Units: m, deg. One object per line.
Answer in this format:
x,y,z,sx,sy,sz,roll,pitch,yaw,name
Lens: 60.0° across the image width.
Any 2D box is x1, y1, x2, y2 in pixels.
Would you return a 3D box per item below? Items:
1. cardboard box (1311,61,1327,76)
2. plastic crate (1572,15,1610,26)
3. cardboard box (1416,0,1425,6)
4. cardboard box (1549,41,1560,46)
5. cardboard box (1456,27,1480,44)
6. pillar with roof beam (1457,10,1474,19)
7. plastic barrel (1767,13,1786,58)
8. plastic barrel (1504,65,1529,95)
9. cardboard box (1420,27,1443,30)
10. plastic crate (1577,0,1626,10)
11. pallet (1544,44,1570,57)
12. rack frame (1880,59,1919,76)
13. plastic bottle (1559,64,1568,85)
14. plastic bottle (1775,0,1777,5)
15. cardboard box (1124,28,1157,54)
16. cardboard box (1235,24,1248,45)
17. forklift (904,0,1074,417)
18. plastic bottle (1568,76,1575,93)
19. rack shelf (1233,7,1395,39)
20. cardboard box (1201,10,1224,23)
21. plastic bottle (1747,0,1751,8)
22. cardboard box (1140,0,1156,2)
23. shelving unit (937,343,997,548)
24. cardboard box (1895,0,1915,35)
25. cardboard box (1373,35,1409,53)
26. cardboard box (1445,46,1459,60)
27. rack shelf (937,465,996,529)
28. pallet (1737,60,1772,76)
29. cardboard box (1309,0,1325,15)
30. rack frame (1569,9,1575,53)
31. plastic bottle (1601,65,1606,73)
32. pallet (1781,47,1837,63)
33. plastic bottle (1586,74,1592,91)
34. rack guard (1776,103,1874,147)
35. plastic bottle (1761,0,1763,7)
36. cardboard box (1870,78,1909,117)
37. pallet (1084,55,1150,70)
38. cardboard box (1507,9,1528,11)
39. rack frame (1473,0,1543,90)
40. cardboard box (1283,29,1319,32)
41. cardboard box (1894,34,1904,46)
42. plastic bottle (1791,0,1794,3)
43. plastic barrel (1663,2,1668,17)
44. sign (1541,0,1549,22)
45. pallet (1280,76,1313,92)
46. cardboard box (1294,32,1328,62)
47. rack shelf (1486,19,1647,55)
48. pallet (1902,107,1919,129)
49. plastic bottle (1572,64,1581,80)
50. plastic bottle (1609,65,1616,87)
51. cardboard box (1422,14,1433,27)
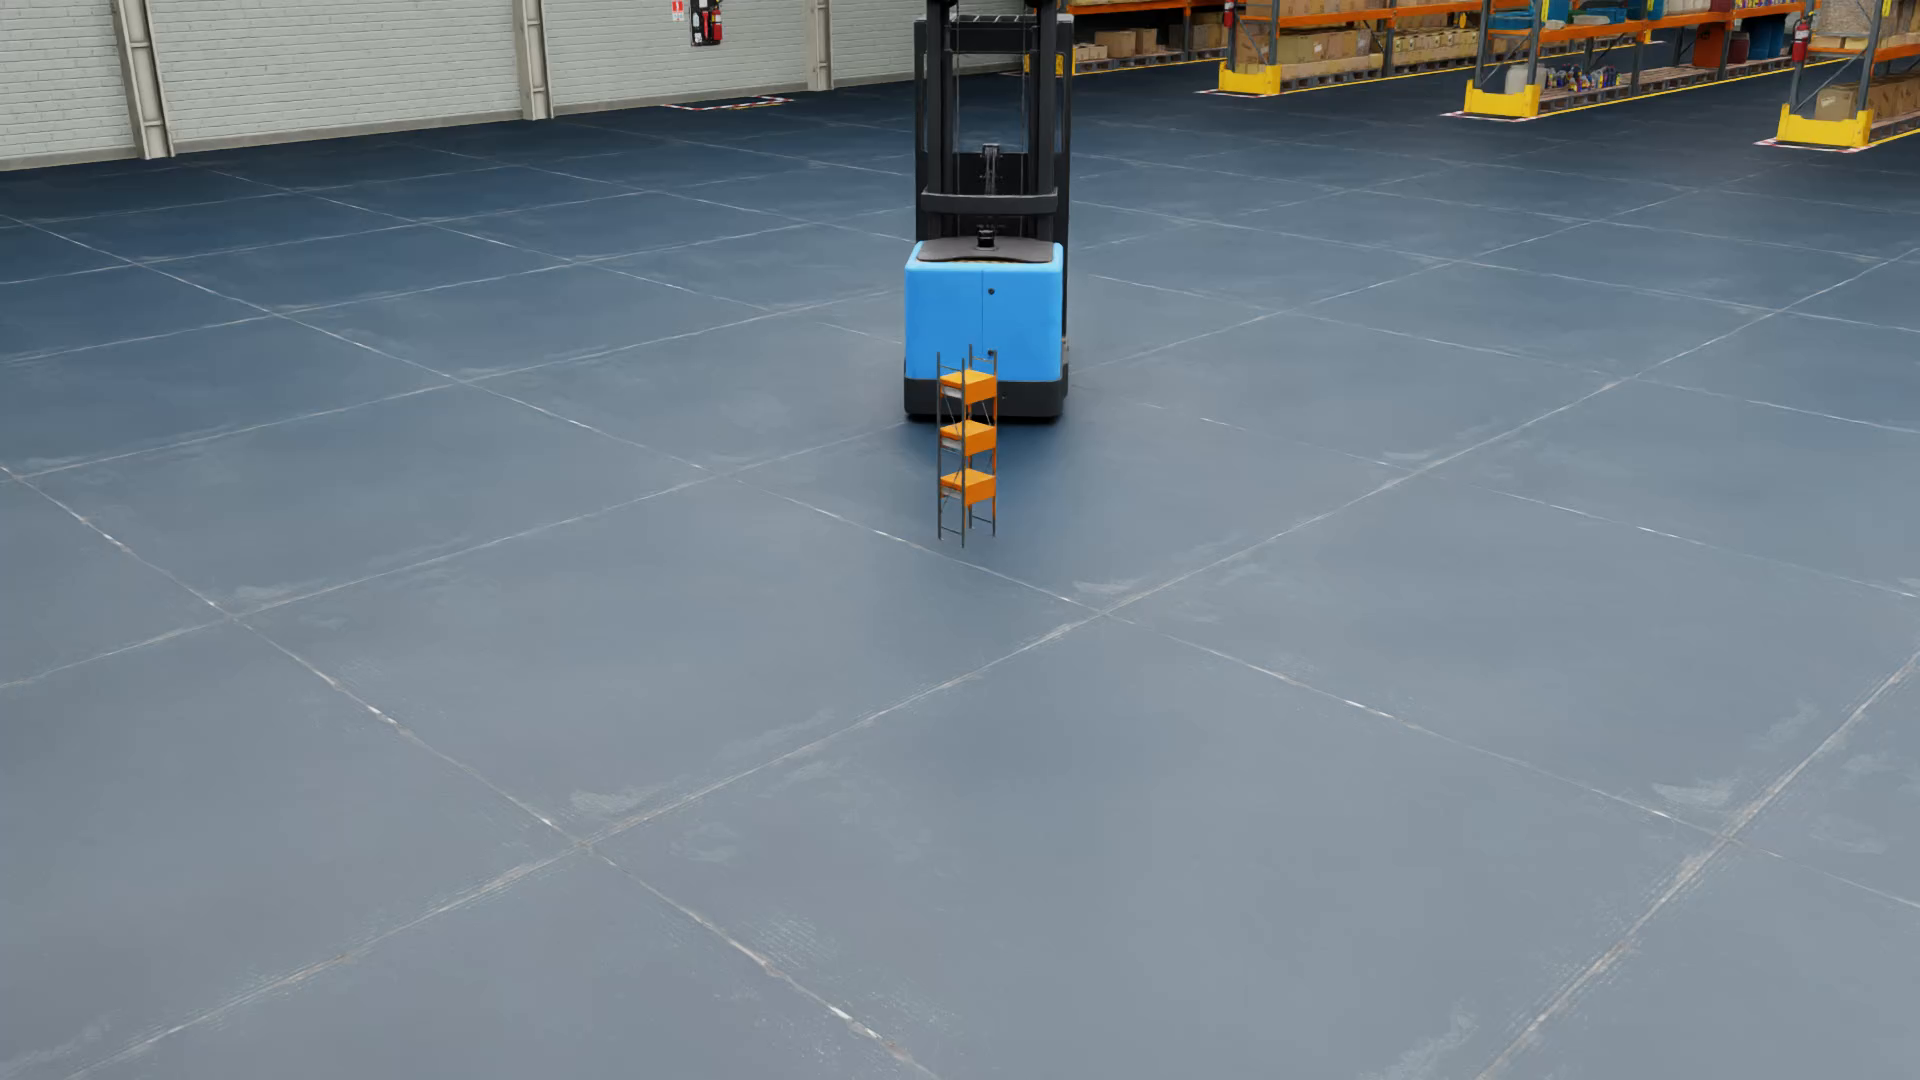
6.524,-8.859,31.189,0.500,0.250,0.500,19,28,41,cardboard box
10.681,-8.790,28.130,0.530,0.136,0.437,19,28,41,plastic crate
9.000,-11.010,33.399,0.500,0.500,0.500,-18,27,-38,cardboard box
13.177,-11.406,37.439,0.500,0.500,0.500,19,28,41,cardboard box
10.687,-10.641,35.043,0.500,0.311,0.500,-19,28,-41,cardboard box
17.253,-17.591,42.299,9.100,9.000,0.400,19,28,41,pillar with roof beam
16.821,-10.531,34.632,0.600,0.901,0.708,19,28,41,plastic barrel
9.246,-7.589,27.519,0.421,0.512,0.421,0,21,0,plastic barrel
9.940,-10.639,35.038,0.500,0.311,0.500,18,28,39,cardboard box
11.176,-9.262,29.077,0.767,0.338,0.504,19,28,41,plastic crate
13.126,-11.171,37.843,1.003,0.211,1.213,19,28,41,pallet
15.181,-8.154,26.108,1.000,3.000,0.127,19,28,41,rack frame
10.640,-8.210,29.334,0.144,0.351,0.185,18,27,38,plastic bottle
16.408,-10.880,33.478,0.097,0.201,0.097,0,21,0,plastic bottle
3.838,-10.635,35.434,0.500,0.500,0.500,17,27,37,cardboard box
6.090,-11.504,37.694,0.700,0.500,0.500,19,28,40,cardboard box
0.247,-2.668,11.930,1.130,2.935,3.031,1,21,4,forklift
10.330,-7.685,28.079,0.097,0.271,0.097,0,21,0,plastic bottle
6.690,-9.784,31.353,1.077,0.370,4.000,19,28,41,rack shelf
5.700,-11.704,37.170,0.500,0.250,0.500,18,28,39,cardboard box
15.405,-10.540,32.478,0.061,0.283,0.133,19,28,41,plastic bottle
3.727,-11.356,34.619,0.500,0.250,0.500,19,28,40,cardboard box
0.037,-0.504,8.922,0.215,1.050,0.252,19,28,41,shelving unit
13.436,-7.722,24.431,0.875,0.500,0.500,19,28,41,cardboard box
8.552,-9.853,32.993,0.500,0.311,0.500,19,28,41,cardboard box
9.974,-10.117,34.462,0.500,0.250,0.500,-19,28,-41,cardboard box
0.037,-0.234,9.026,0.215,0.259,0.240,19,28,41,rack shelf
15.793,-9.645,33.875,1.003,0.211,1.213,19,28,41,pallet
6.343,-10.032,30.855,0.700,0.500,0.500,19,28,41,cardboard box
13.666,-12.691,37.912,1.000,3.000,0.127,19,28,41,rack frame
11.286,-8.161,29.205,0.144,0.351,0.185,19,28,41,plastic bottle
18.549,-10.662,36.521,1.003,0.211,1.213,19,28,41,pallet
10.780,-7.851,28.510,0.097,0.271,0.097,0,21,0,plastic bottle
12.443,-5.979,23.932,1.175,0.500,0.348,19,28,41,rack guard
15.862,-10.712,32.943,0.097,0.271,0.097,0,21,0,plastic bottle
14.102,-6.762,25.386,0.500,0.500,0.500,16,26,36,cardboard box
3.239,-10.075,34.993,1.003,0.211,1.213,19,28,41,pallet
12.457,-11.759,37.313,0.500,0.250,0.500,19,28,41,cardboard box
8.841,-8.365,26.658,1.000,3.000,0.127,19,28,41,rack frame
6.493,-9.470,31.734,0.500,0.500,0.500,19,28,41,cardboard box
13.472,-7.274,24.169,0.380,0.149,0.250,19,28,41,cardboard box
17.041,-11.143,34.046,0.061,0.283,0.133,19,28,41,plastic bottle
12.665,-9.631,30.144,0.301,0.262,0.301,0,21,0,plastic barrel
9.233,-8.356,26.248,0.100,0.325,0.005,19,28,41,sign
5.799,-8.512,30.925,1.003,0.211,1.213,19,28,41,pallet
6.516,-9.212,31.062,0.500,0.500,0.500,19,28,41,cardboard box
10.237,-8.544,28.125,1.077,0.370,4.000,19,28,41,rack shelf
14.737,-6.671,26.136,1.003,0.211,1.213,19,28,41,pallet
10.875,-8.223,29.366,0.144,0.351,0.185,19,28,41,plastic bottle
11.389,-8.125,29.111,0.144,0.351,0.185,18,28,39,plastic bottle
11.789,-13.524,42.978,0.700,0.500,0.500,18,27,39,cardboard box
